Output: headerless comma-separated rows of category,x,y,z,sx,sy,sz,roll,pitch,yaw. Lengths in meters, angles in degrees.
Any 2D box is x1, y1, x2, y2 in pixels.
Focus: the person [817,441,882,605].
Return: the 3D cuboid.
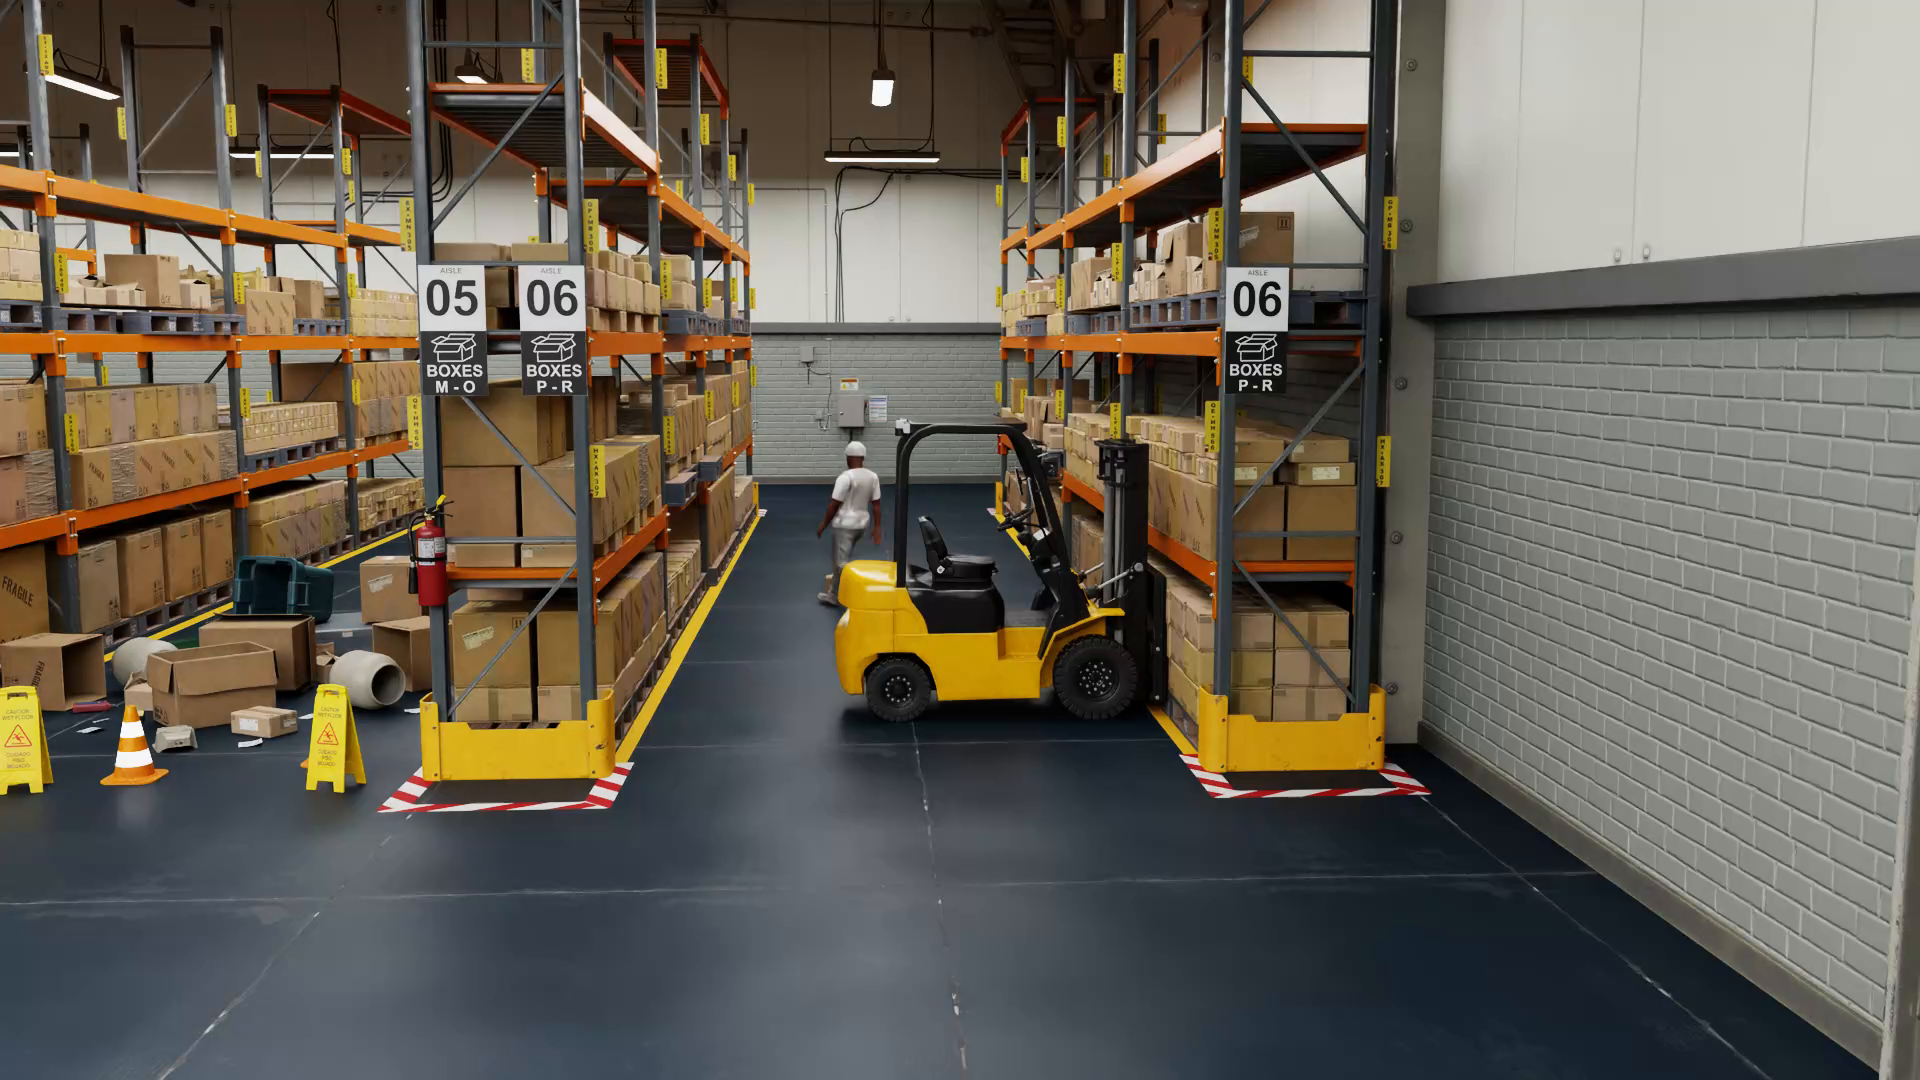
person,-1.147,-0.152,17.051,0.993,1.719,0.571,5,8,34
